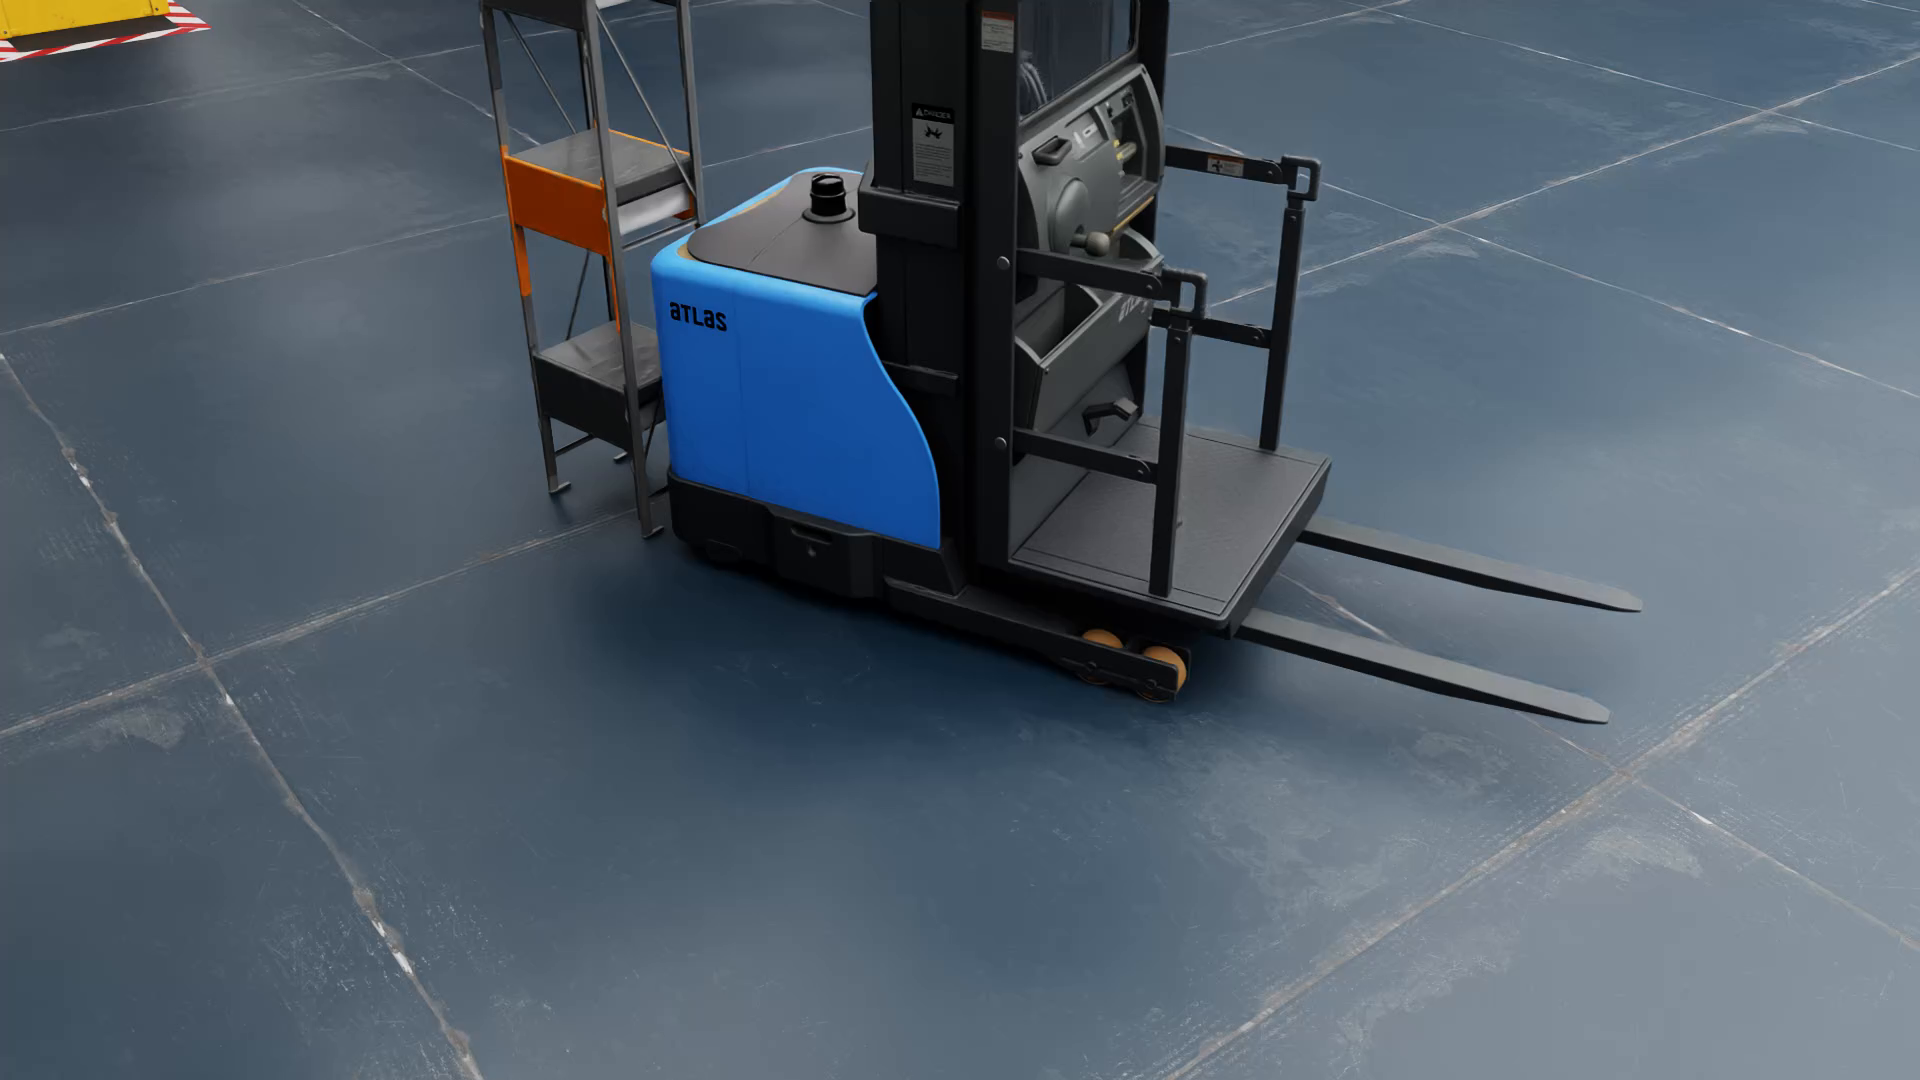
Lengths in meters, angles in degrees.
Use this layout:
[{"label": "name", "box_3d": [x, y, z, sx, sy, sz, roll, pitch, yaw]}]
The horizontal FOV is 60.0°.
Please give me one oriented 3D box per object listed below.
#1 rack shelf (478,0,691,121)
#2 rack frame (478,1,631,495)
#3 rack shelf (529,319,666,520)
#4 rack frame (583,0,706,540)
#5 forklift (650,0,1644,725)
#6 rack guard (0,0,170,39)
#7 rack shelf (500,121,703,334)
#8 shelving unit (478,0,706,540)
[{"label": "rack shelf", "box_3d": [-1.151, -1.635, 5.086, 0.480, 0.518, 0.431, 23, 39, 31]}, {"label": "rack frame", "box_3d": [-1.349, -1.136, 5.579, 0.015, 2.100, 0.400, 23, 39, 31]}, {"label": "rack shelf", "box_3d": [-1.161, -0.452, 5.834, 0.480, 0.518, 0.431, 23, 39, 31]}, {"label": "rack frame", "box_3d": [-0.963, -0.974, 5.328, 0.015, 2.100, 0.400, 23, 39, 31]}, {"label": "forklift", "box_3d": [0.570, -1.080, 4.711, 3.031, 2.935, 1.130, 15, 35, 23]}, {"label": "rack guard", "box_3d": [-6.129, -3.817, 11.421, 1.175, 0.500, 0.348, -22, 38, -31]}, {"label": "rack shelf", "box_3d": [-1.156, -1.044, 5.460, 0.480, 0.518, 0.431, 23, 39, 31]}, {"label": "shelving unit", "box_3d": [-1.156, -1.055, 5.453, 0.503, 2.100, 0.431, 23, 39, 31]}]
